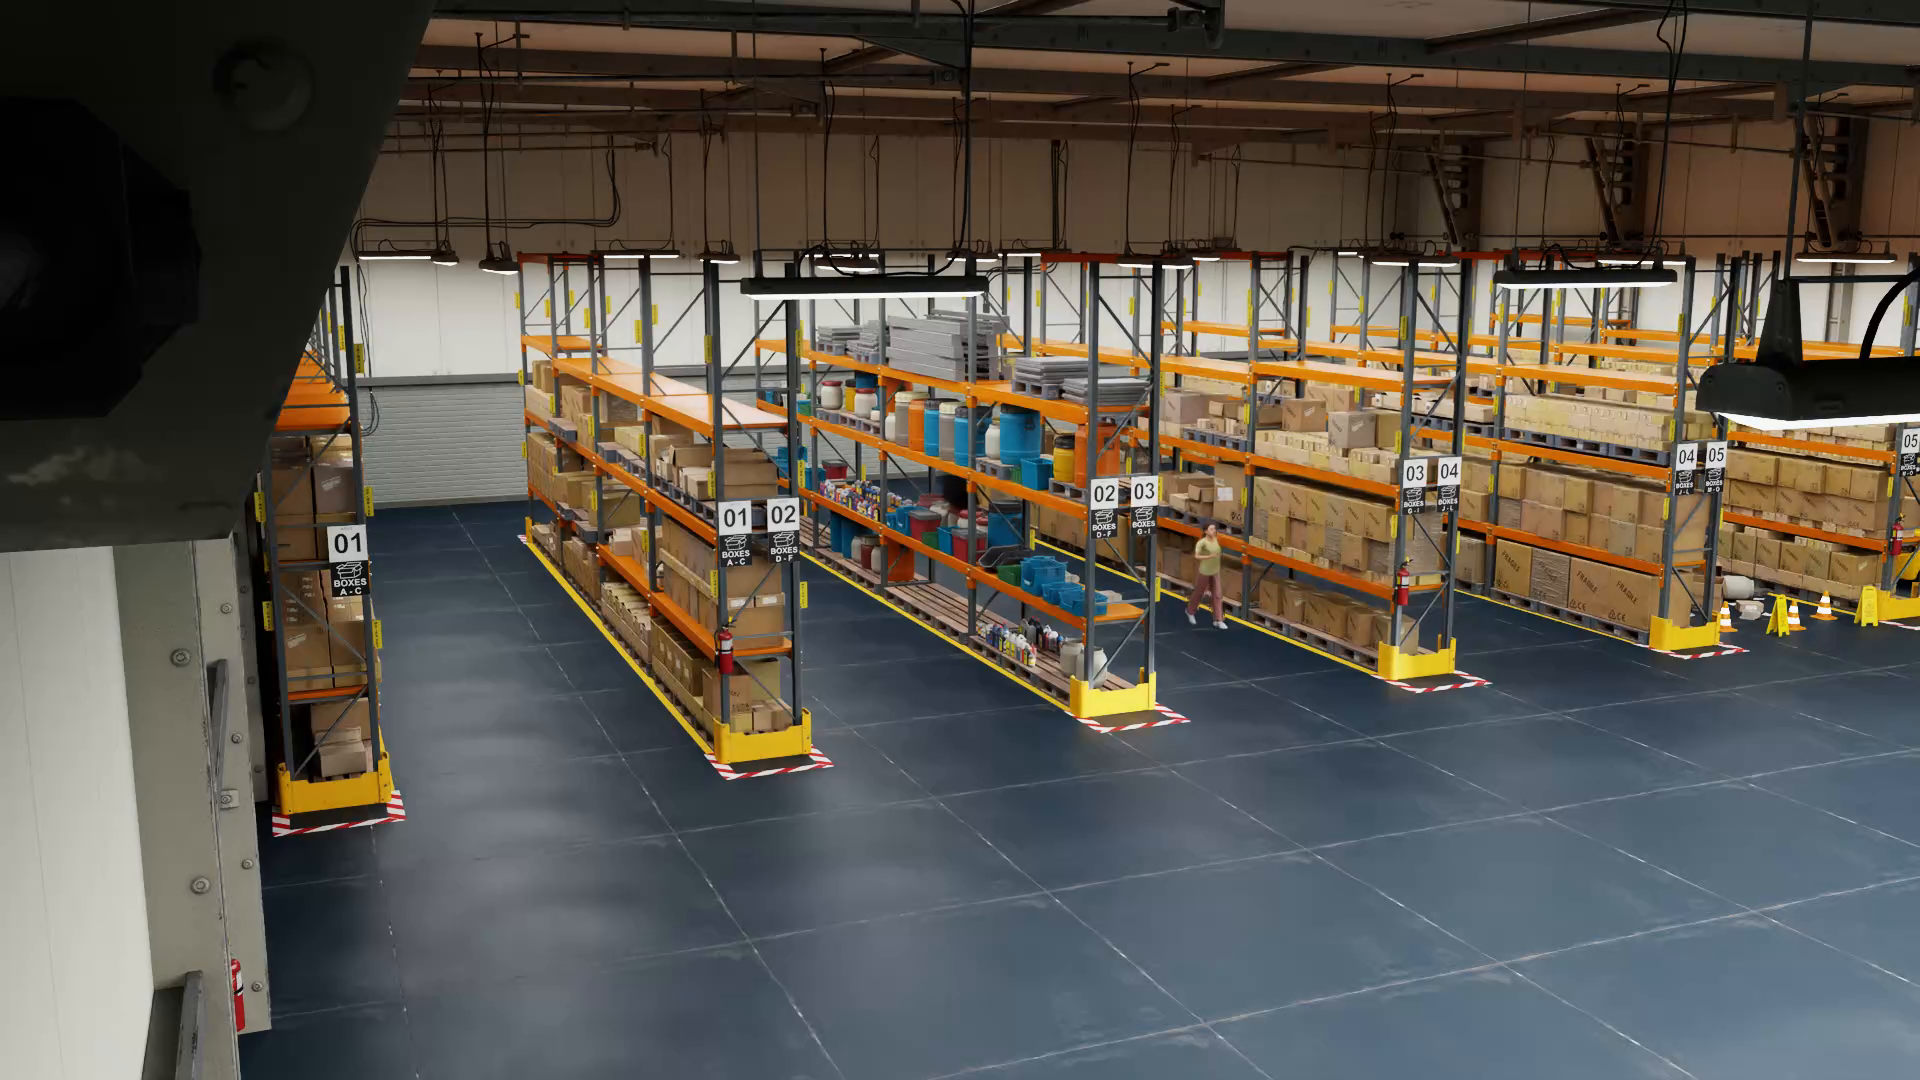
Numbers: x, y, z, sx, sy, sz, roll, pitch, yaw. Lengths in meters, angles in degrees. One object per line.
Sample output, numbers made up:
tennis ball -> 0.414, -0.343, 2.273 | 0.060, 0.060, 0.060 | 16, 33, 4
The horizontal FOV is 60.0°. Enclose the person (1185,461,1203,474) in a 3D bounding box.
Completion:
person -> 5.874, -2.049, 41.695 | 0.693, 1.632, 0.698 | 6, 12, 31

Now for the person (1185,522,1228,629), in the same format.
person -> 3.924, 0.547, 26.271 | 0.585, 1.692, 0.944 | -6, 12, -30

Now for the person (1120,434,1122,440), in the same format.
person -> 3.694, -1.712, 39.429 | 0.721, 1.823, 0.787 | -1, 10, -5
